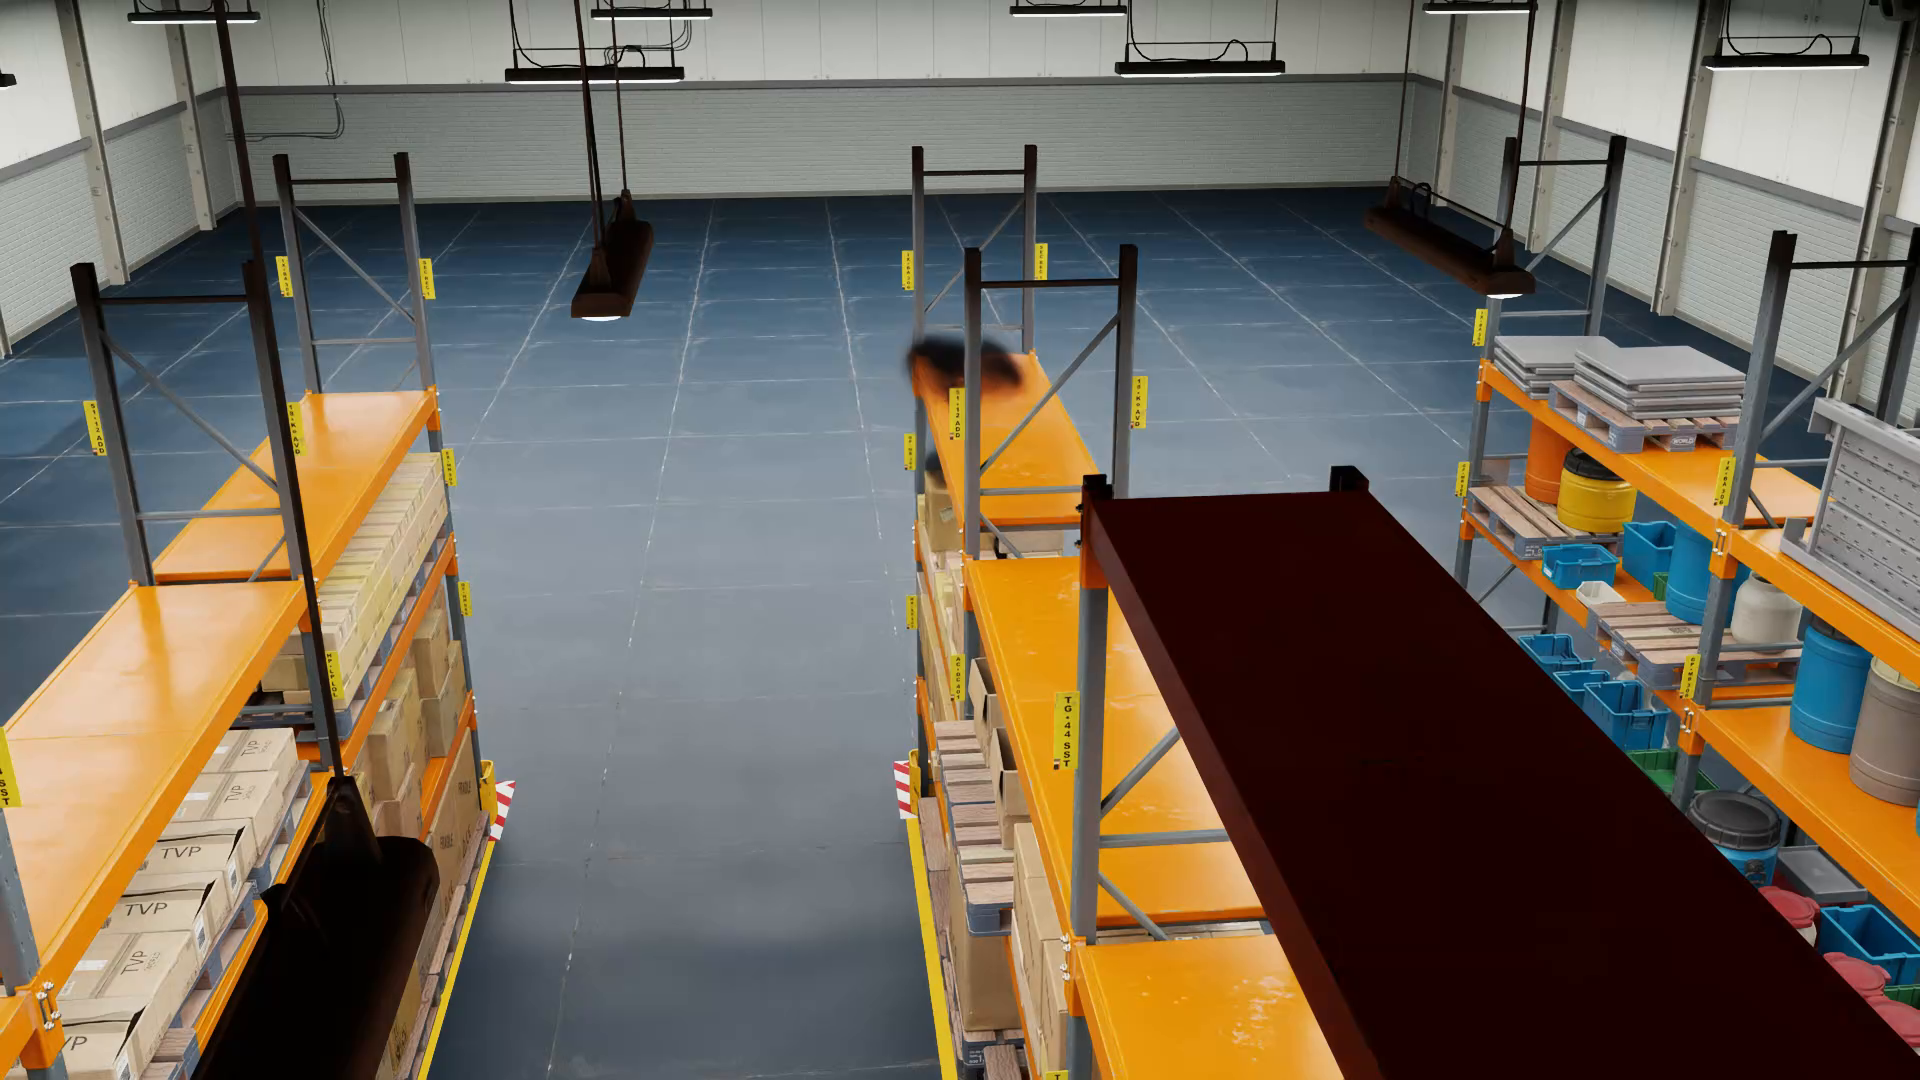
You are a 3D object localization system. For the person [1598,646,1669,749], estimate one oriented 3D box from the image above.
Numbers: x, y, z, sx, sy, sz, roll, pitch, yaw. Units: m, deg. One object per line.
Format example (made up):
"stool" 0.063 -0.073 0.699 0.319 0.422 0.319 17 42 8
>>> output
"person" 6.570 1.301 16.135 0.768 1.592 0.574 11 24 25
